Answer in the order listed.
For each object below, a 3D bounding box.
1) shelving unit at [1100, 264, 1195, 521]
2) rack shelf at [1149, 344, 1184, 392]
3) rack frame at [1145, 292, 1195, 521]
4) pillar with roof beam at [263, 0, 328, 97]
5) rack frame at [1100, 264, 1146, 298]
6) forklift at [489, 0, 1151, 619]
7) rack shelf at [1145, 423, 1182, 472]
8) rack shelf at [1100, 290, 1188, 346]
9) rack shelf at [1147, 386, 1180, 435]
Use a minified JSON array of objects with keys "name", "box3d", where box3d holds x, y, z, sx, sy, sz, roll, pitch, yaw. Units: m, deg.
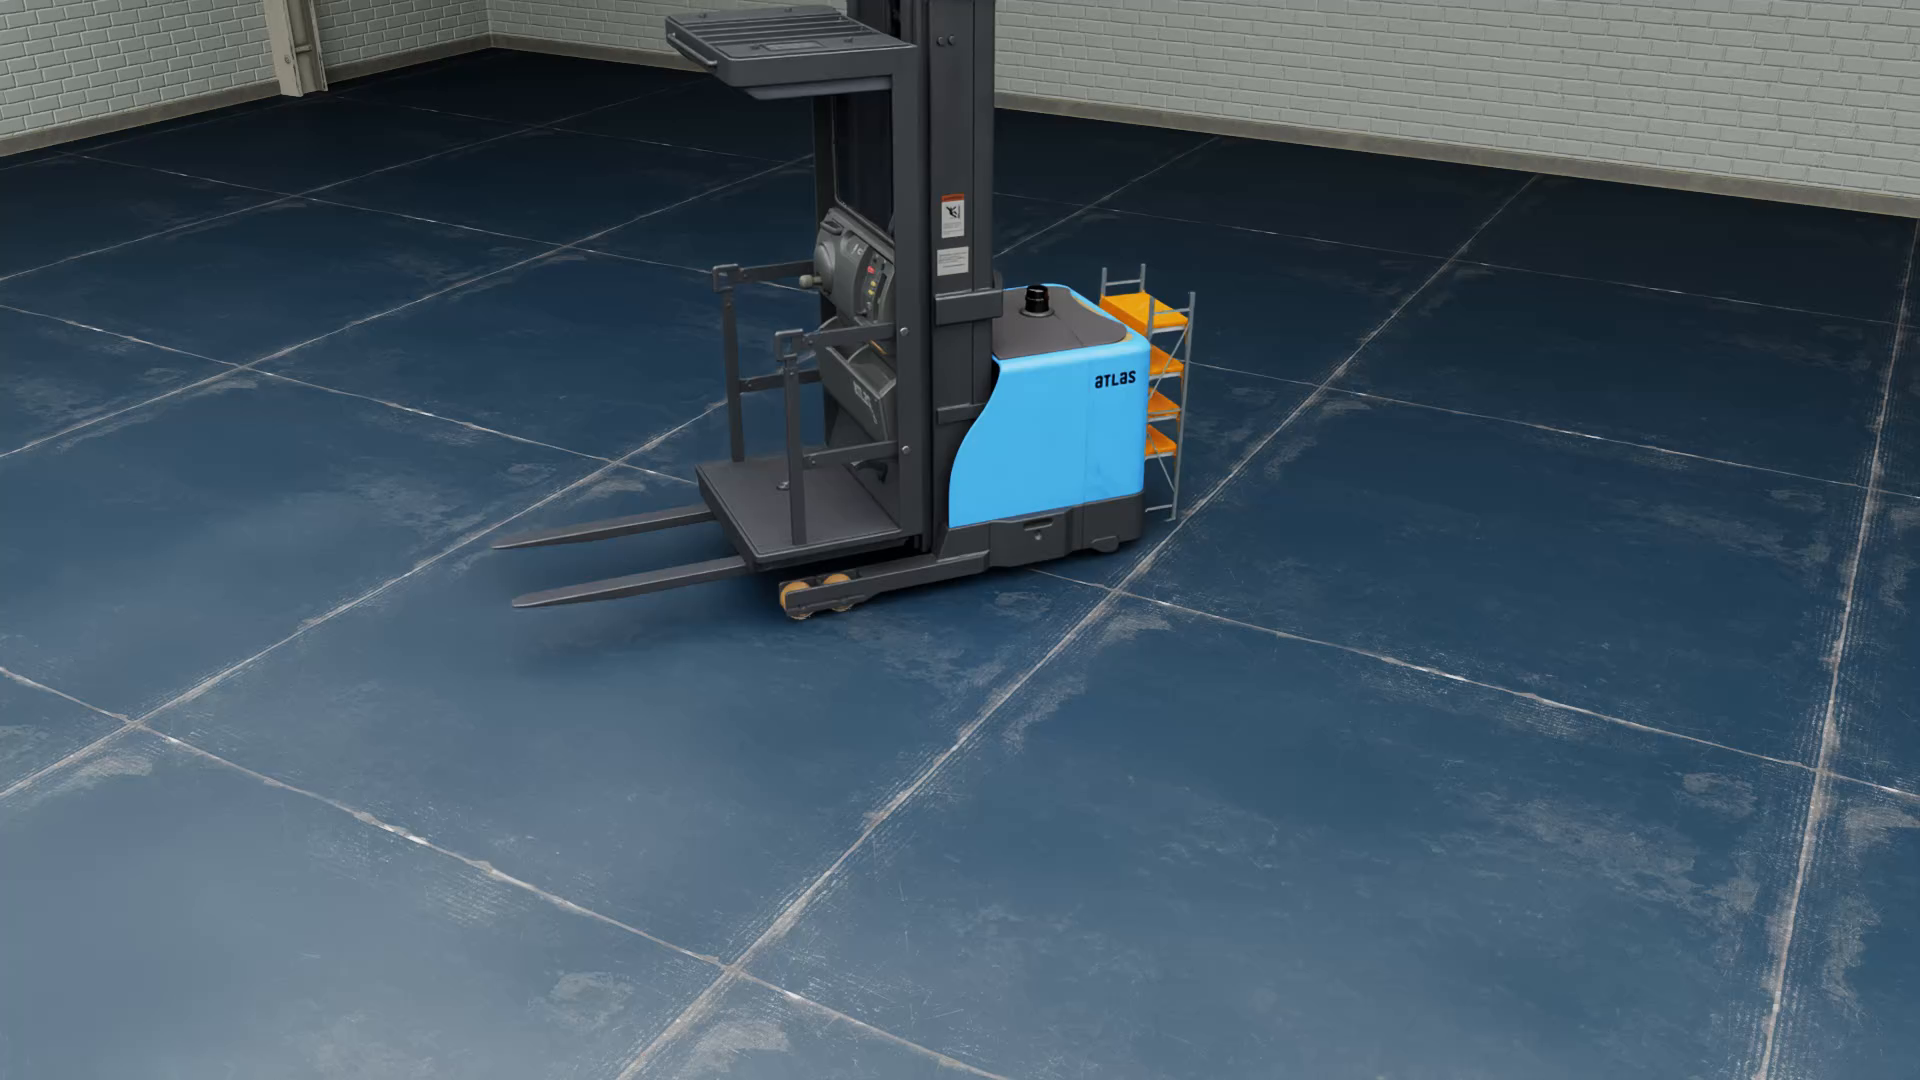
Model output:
[{"name":"shelving unit","box3d":[0.899,-0.726,8.352,0.258,1.200,0.503,-10,28,-21]},{"name":"rack shelf","box3d":[0.903,-0.866,8.284,0.258,0.148,0.480,-10,28,-21]},{"name":"rack frame","box3d":[0.995,-0.626,8.152,0.240,1.200,0.015,-10,28,-21]},{"name":"pillar with roof beam","box3d":[-3.299,-7.890,13.958,9.100,9.000,0.400,14,30,26]},{"name":"rack frame","box3d":[0.803,-0.826,8.553,0.240,1.200,0.015,-10,28,-21]},{"name":"forklift","box3d":[-0.662,-1.221,7.415,3.031,2.935,1.130,-11,28,-20]},{"name":"rack shelf","box3d":[0.893,-0.487,8.469,0.258,0.148,0.480,-10,28,-21]},{"name":"rack shelf","box3d":[0.908,-1.079,8.180,0.258,0.148,0.480,-10,28,-21]},{"name":"rack shelf","box3d":[0.898,-0.666,8.382,0.258,0.148,0.480,-10,28,-21]}]
